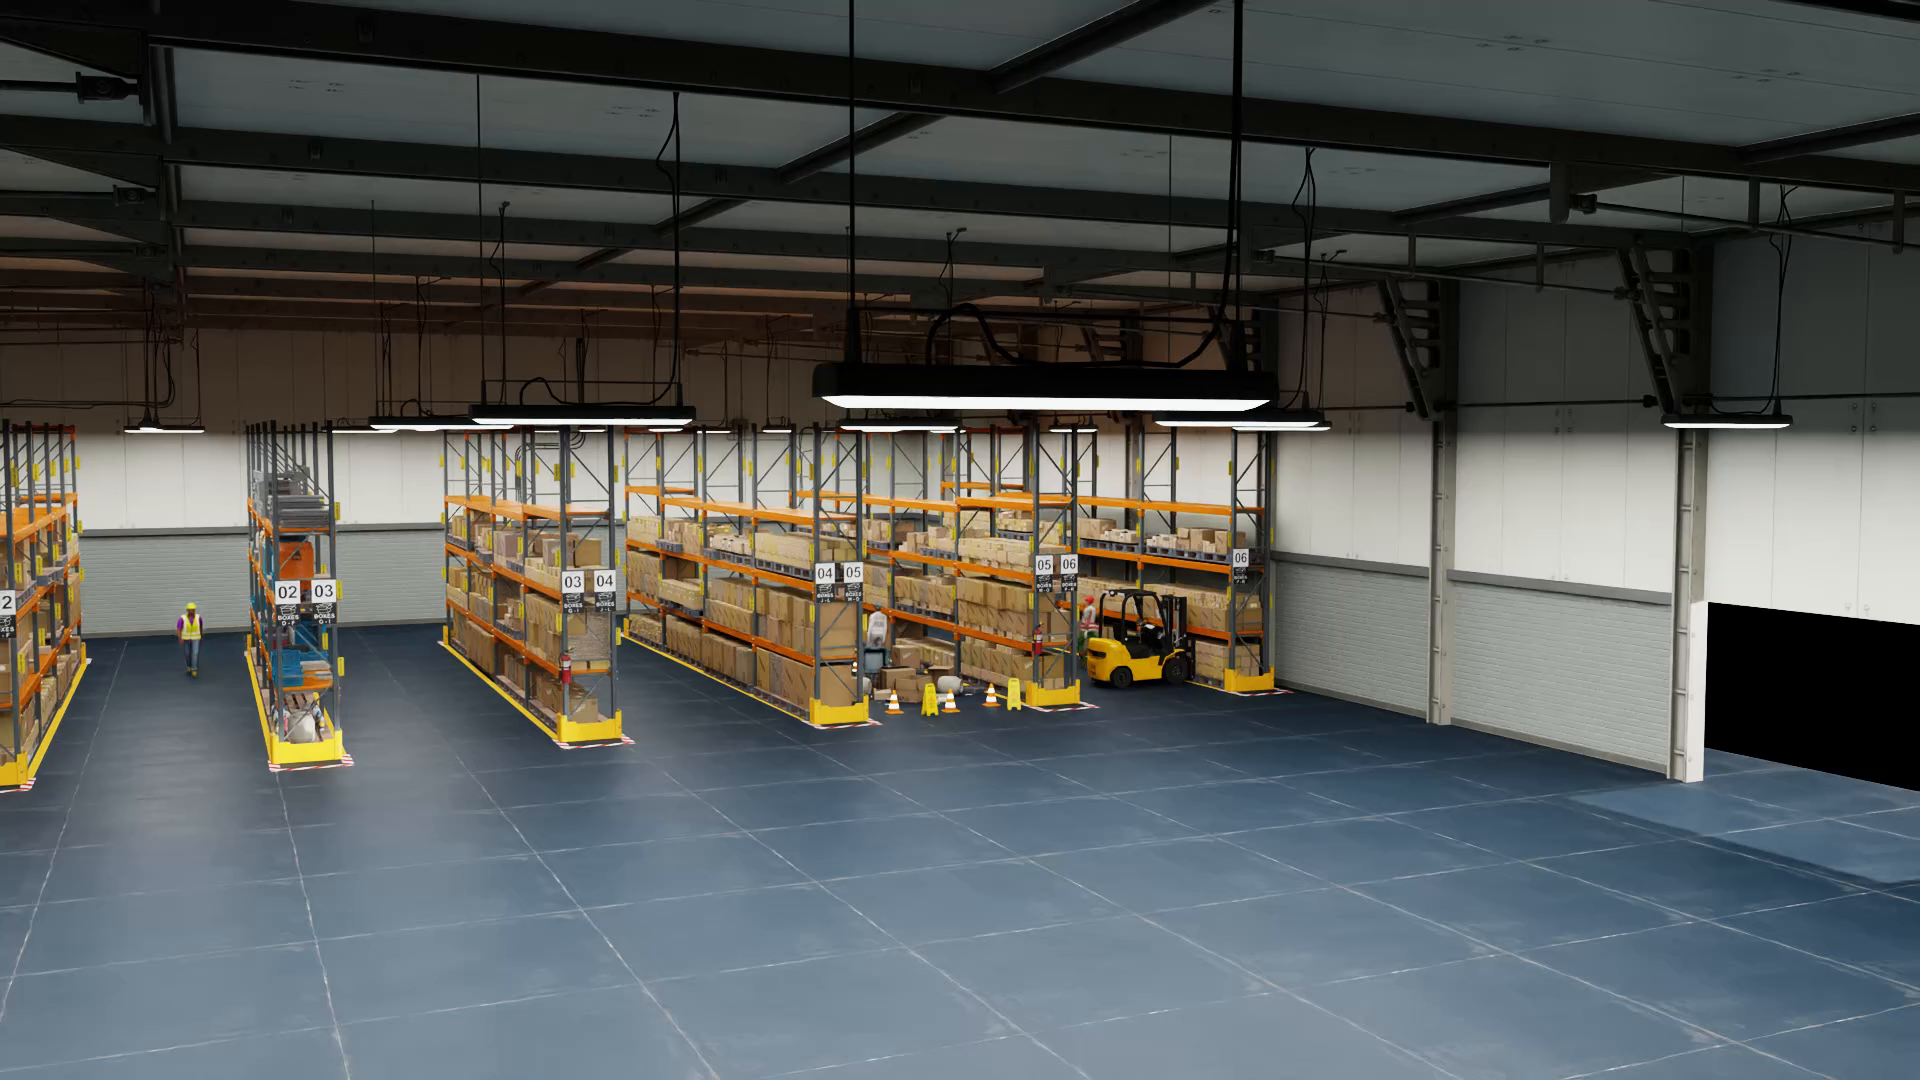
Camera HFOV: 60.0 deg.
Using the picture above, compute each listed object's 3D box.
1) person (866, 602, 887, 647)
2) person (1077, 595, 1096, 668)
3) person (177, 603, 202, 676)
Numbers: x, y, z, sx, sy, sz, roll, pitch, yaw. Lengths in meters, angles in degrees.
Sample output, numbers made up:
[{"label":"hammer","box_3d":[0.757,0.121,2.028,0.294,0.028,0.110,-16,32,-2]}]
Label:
[{"label":"person","box_3d":[-2.049,2.348,40.491,0.577,1.679,0.423,-2,4,-26]},{"label":"person","box_3d":[3.191,2.275,41.048,0.532,1.808,0.537,-3,4,-37]},{"label":"person","box_3d":[-18.387,2.368,39.687,0.545,1.704,1.077,-1,4,-22]}]
